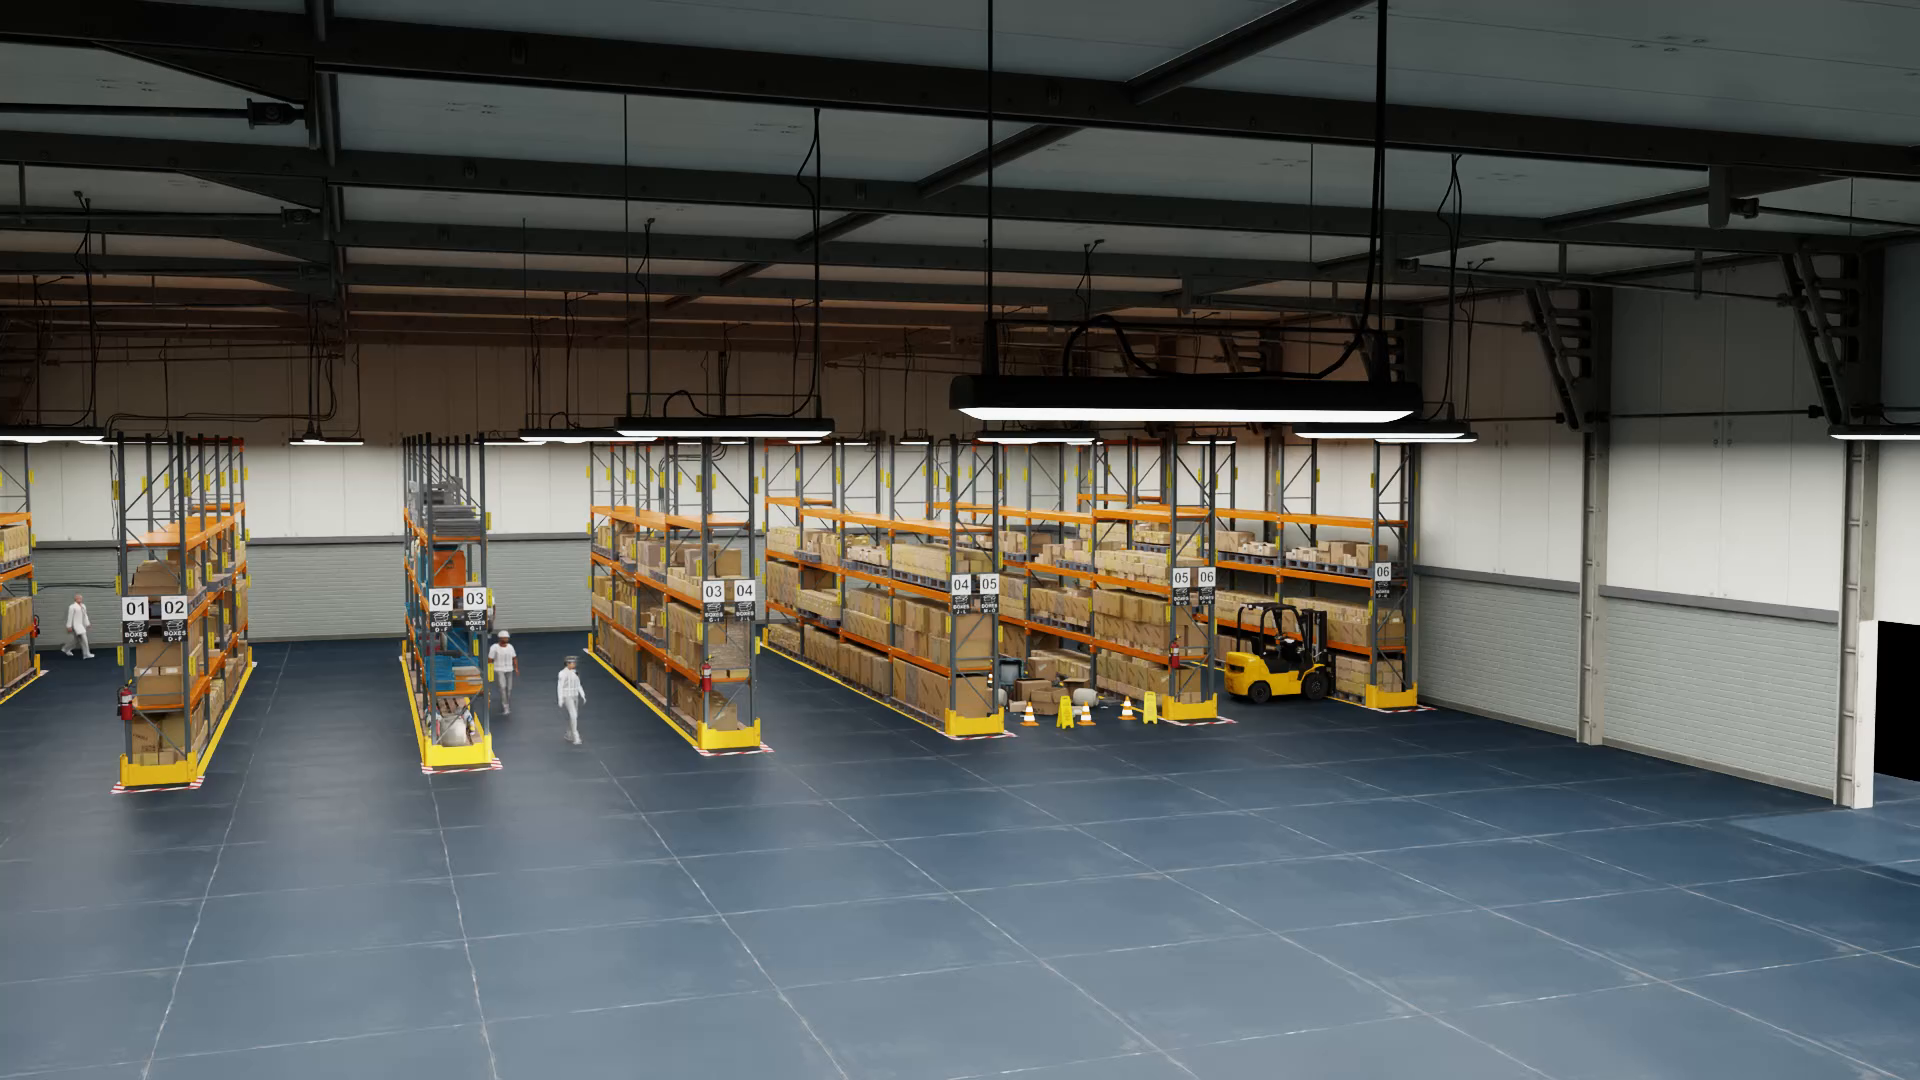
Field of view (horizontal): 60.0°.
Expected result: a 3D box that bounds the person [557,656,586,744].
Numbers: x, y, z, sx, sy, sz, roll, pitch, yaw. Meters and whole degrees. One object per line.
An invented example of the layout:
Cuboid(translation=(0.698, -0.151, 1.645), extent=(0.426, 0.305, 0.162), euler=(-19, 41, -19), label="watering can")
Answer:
Cuboid(translation=(-7.513, 3.118, 32.385), extent=(0.629, 1.690, 0.511), euler=(2, 4, 27), label="person")

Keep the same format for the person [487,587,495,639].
Cuboid(translation=(-13.923, 2.178, 48.961), extent=(0.450, 1.633, 0.833), euler=(-1, 3, -23), label="person")

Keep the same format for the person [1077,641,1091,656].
Cuboid(translation=(3.471, 2.351, 45.124), extent=(0.565, 1.814, 0.594), euler=(-2, 4, -29), label="person")

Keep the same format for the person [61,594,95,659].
Cuboid(translation=(-23.959, 2.343, 45.146), extent=(1.063, 1.743, 0.619), euler=(0, 3, 7), label="person")

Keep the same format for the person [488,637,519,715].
Cuboid(translation=(-9.816, 2.884, 35.991), extent=(0.600, 1.728, 0.782), euler=(-3, 4, -42), label="person")
